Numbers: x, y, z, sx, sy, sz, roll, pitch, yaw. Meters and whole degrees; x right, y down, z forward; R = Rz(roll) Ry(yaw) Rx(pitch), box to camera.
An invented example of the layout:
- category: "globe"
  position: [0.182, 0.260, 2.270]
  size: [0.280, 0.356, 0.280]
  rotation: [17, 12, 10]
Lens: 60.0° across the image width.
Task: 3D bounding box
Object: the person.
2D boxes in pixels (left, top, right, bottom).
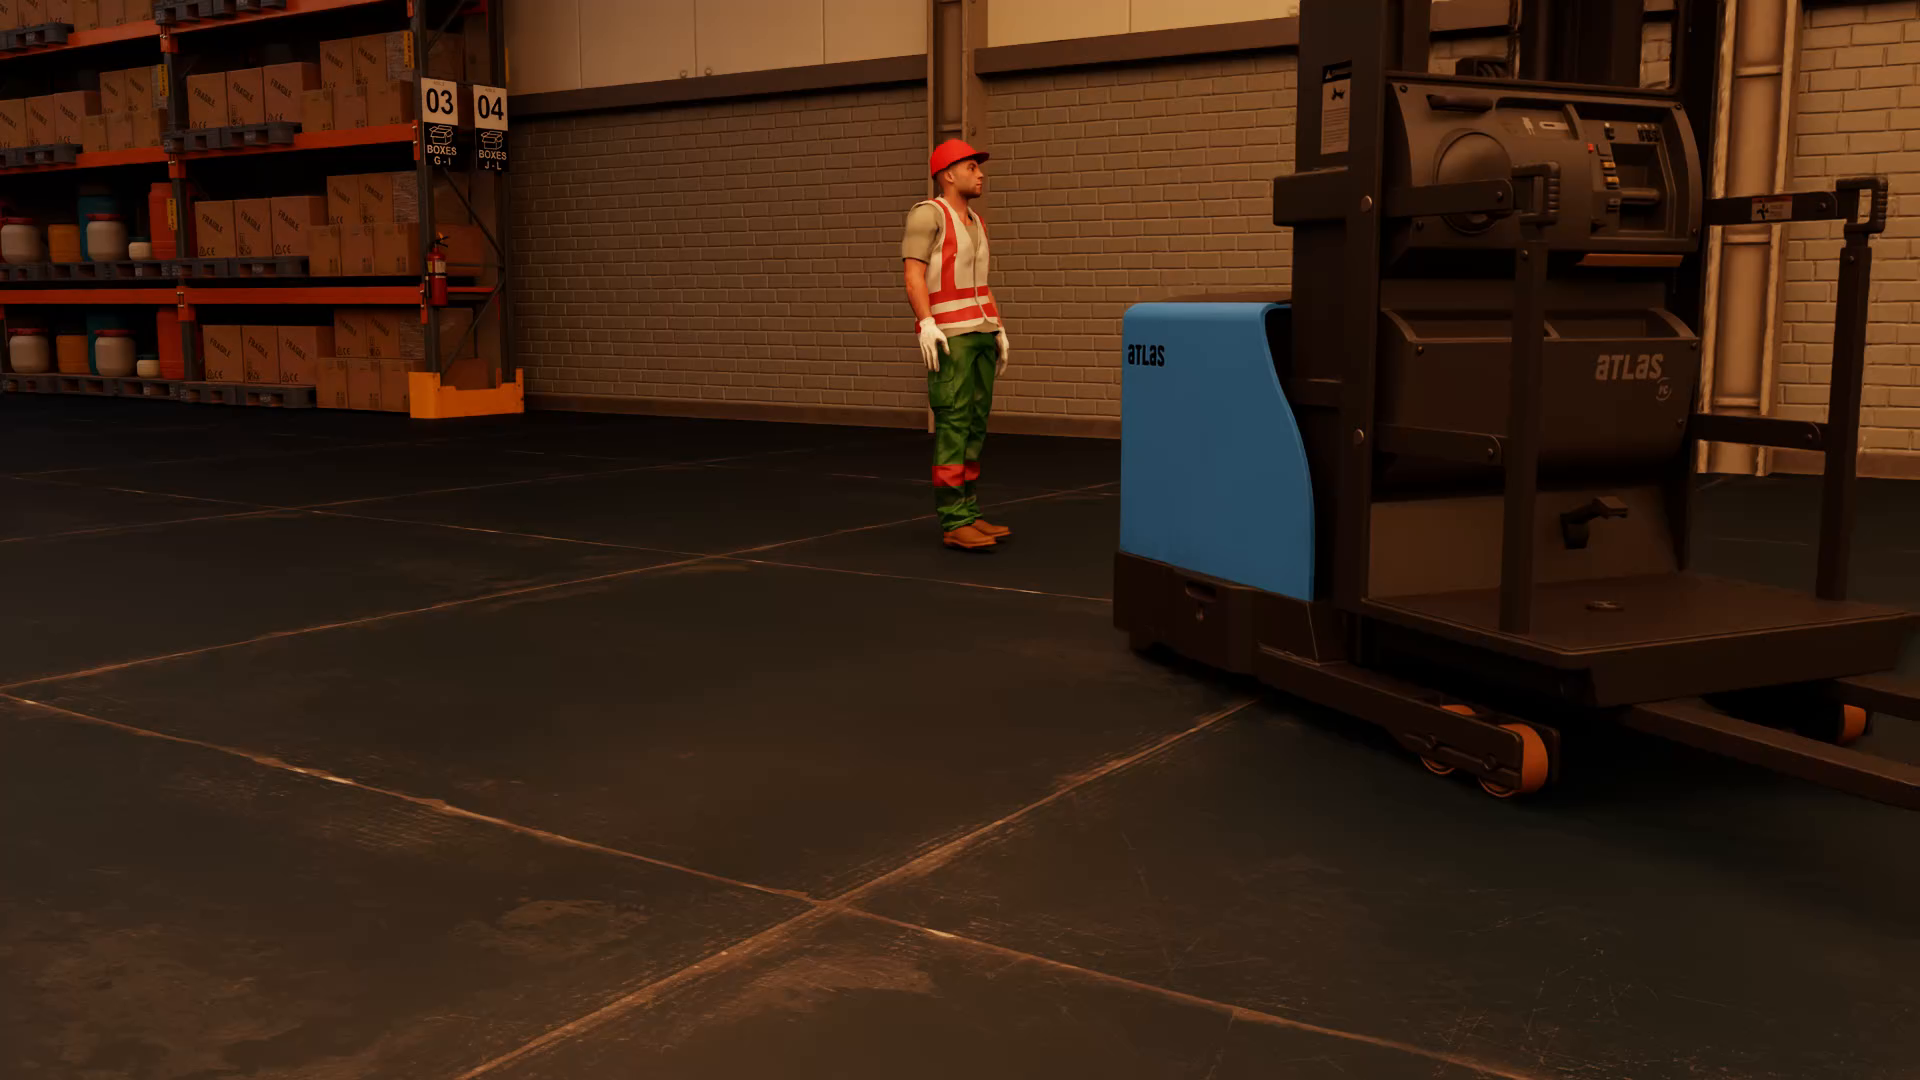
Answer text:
- category: "person"
  position: [0.060, -0.885, 7.422]
  size: [0.562, 1.790, 0.637]
  rotation: [5, 10, 34]

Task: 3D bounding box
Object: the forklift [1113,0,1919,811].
- category: "forklift"
  position: [1.547, -0.955, 3.908]
  size: [1.130, 2.935, 3.031]
  rotation: [-4, 9, -24]
